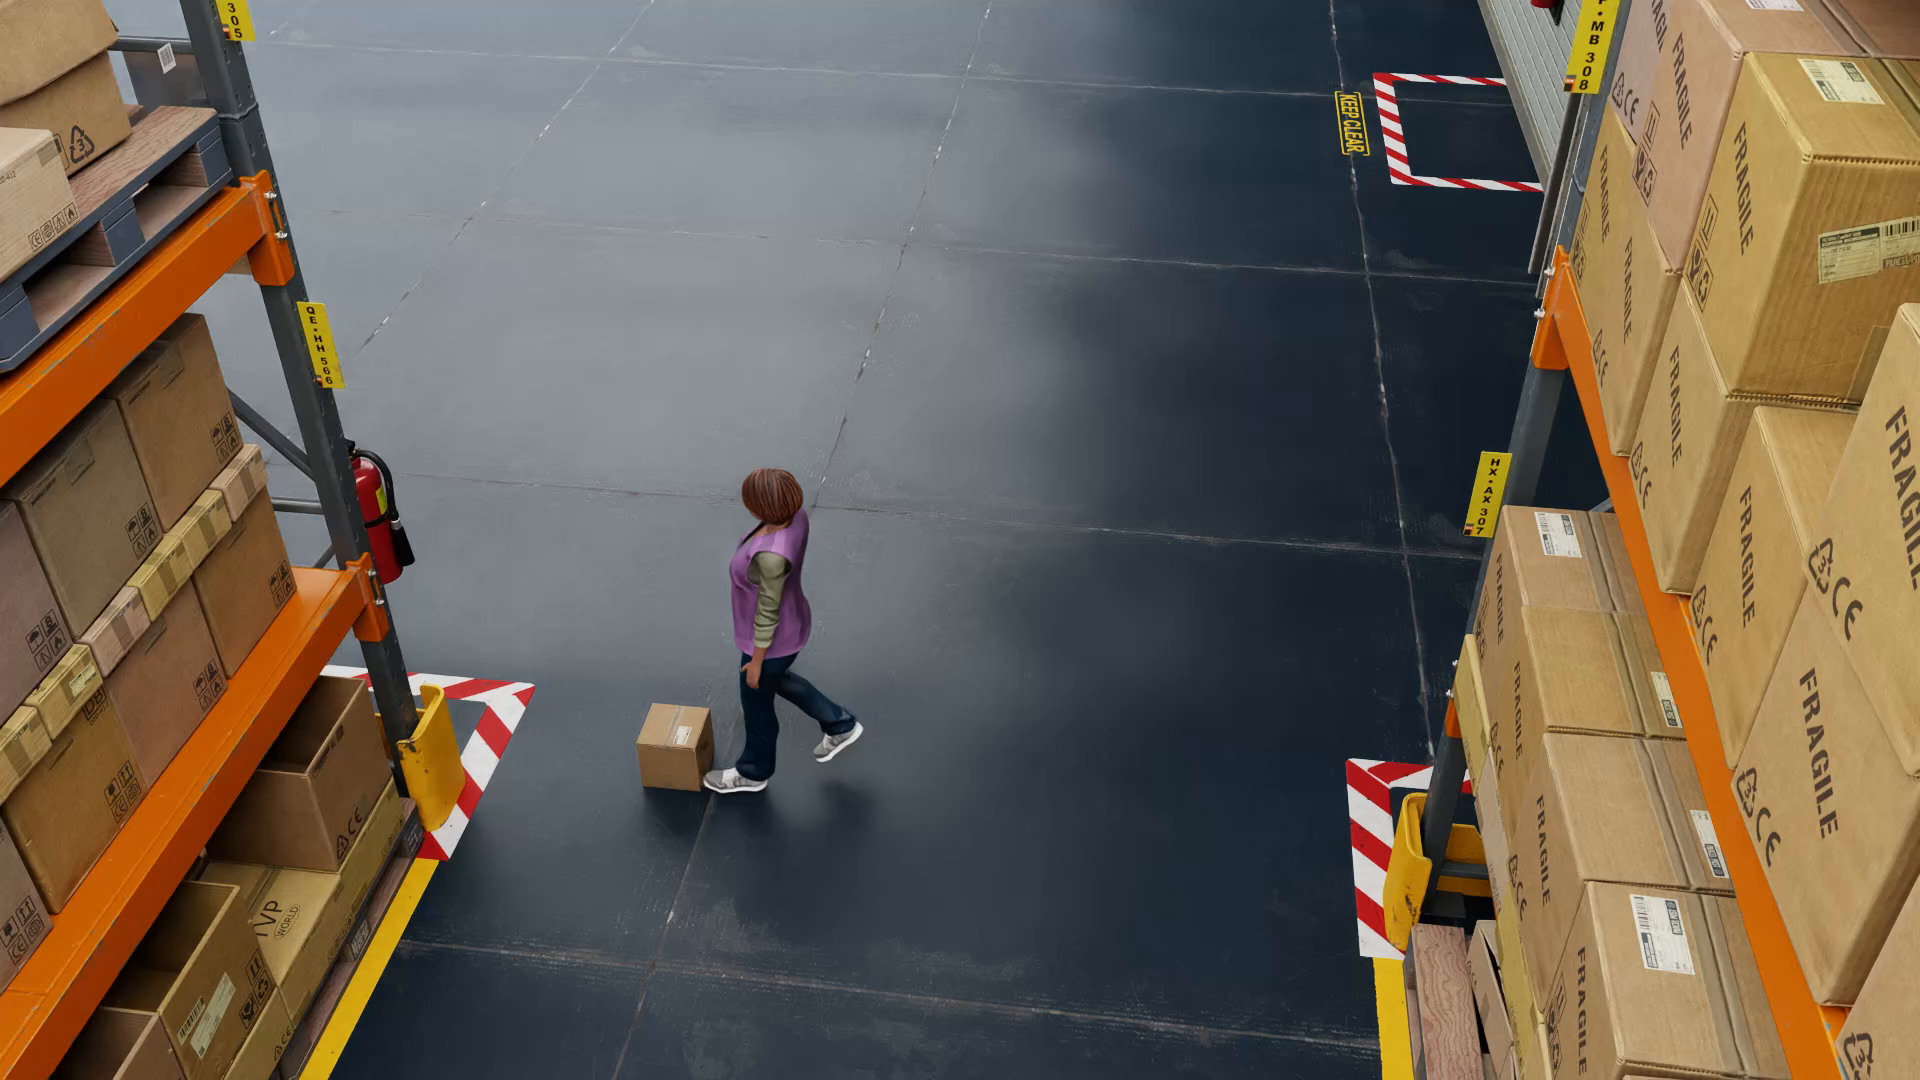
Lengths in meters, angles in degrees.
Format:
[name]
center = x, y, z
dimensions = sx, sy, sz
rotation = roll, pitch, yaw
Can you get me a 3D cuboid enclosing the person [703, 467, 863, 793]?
[person]
center = -0.742, 0.365, 6.546
dimensions = 0.649, 1.580, 0.427
rotation = 5, 37, 6
